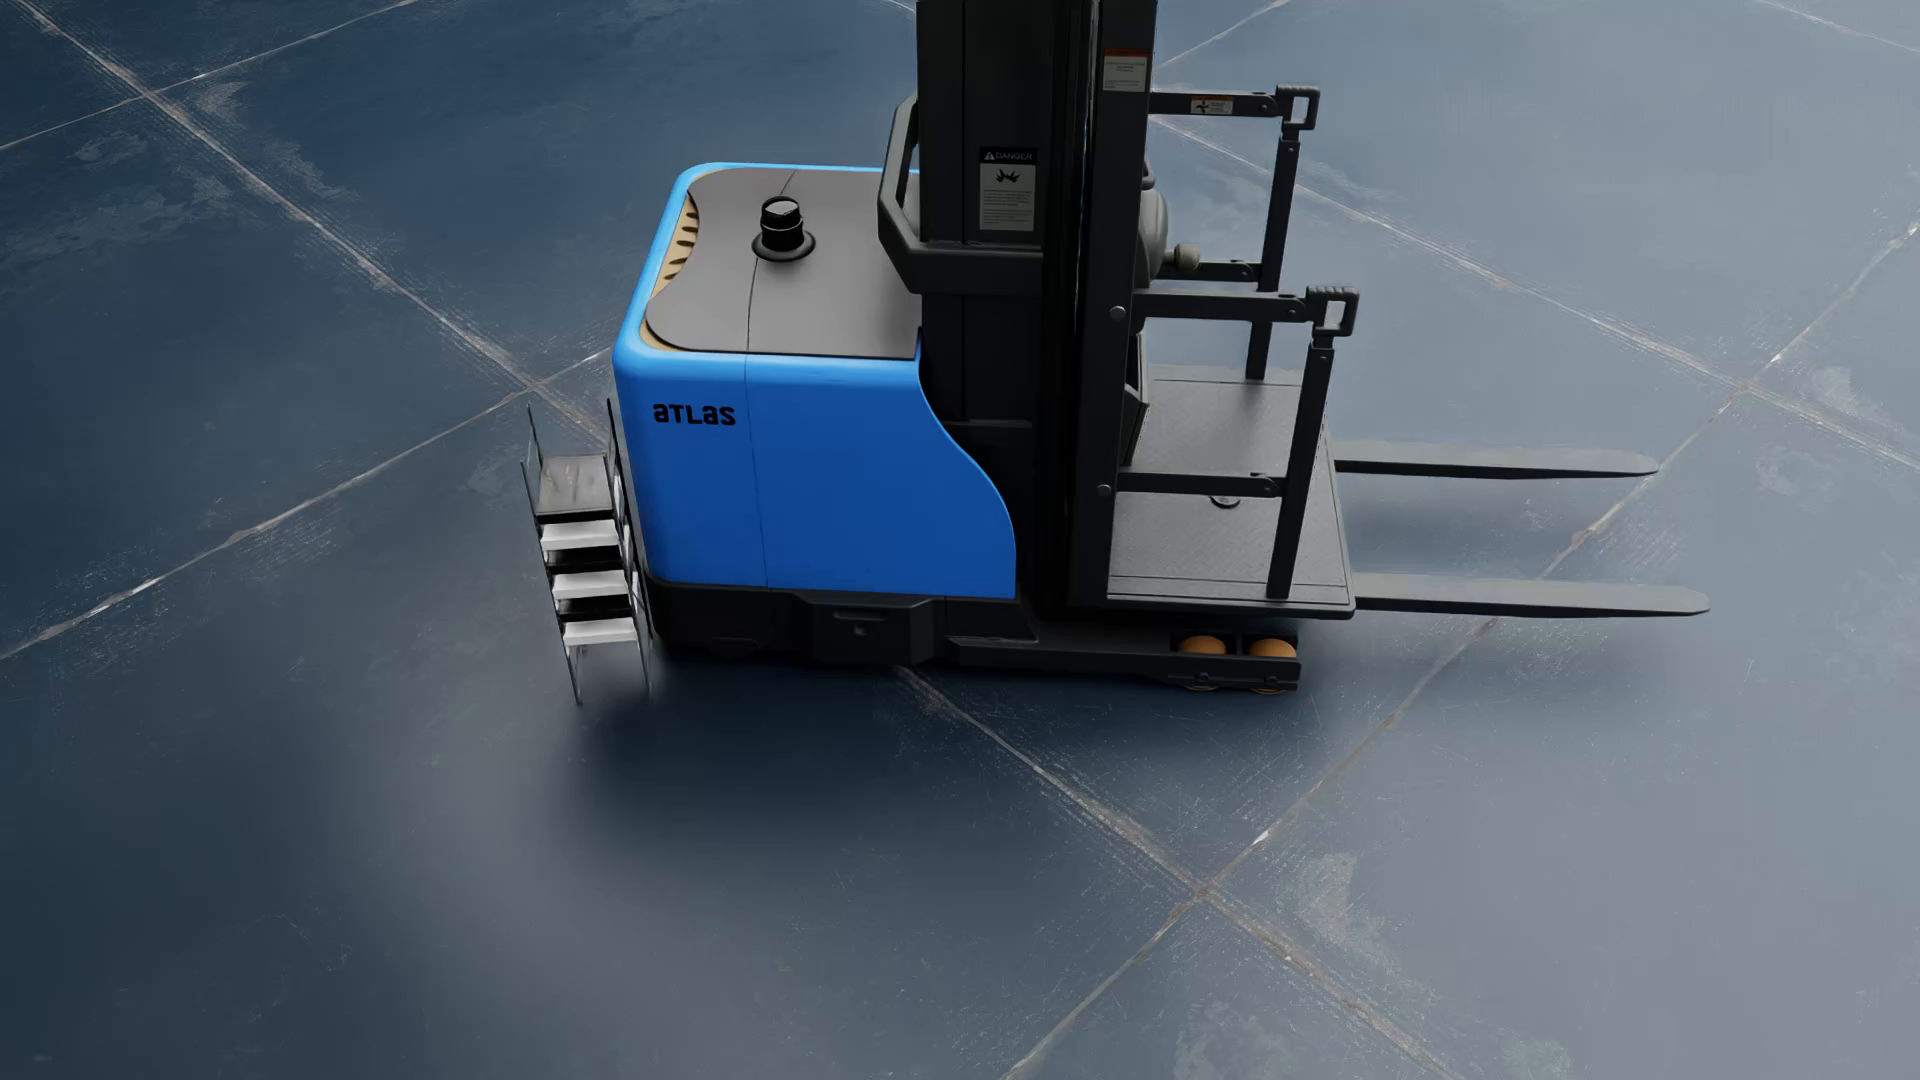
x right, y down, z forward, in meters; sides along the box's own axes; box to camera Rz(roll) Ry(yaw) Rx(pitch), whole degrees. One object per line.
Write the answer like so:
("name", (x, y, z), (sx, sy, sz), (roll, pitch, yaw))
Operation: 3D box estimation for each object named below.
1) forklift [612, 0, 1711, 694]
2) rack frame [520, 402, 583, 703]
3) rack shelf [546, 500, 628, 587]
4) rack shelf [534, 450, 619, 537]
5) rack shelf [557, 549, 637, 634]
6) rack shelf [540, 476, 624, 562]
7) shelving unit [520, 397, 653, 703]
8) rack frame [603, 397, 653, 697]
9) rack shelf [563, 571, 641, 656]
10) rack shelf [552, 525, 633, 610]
("forklift", (0.638, -1.009, 4.183), (3.031, 2.935, 1.130), (3, 43, 3))
("rack frame", (-1.104, 0.055, 4.528), (0.006, 0.900, 0.240), (-4, 43, -5))
("rack shelf", (-1.003, 0.005, 4.498), (0.200, 0.077, 0.258), (-4, 43, -5))
("rack shelf", (-1.003, -0.127, 4.376), (0.200, 0.077, 0.258), (-4, 43, -5))
("rack shelf", (-1.003, 0.137, 4.620), (0.200, 0.077, 0.258), (-4, 43, -5))
("rack shelf", (-1.003, -0.061, 4.437), (0.200, 0.077, 0.258), (-4, 43, -5))
("shelving unit", (-1.003, 0.047, 4.536), (0.210, 0.900, 0.258), (-4, 43, -5))
("rack frame", (-0.902, 0.039, 4.545), (0.006, 0.900, 0.240), (-4, 43, -5))
("rack shelf", (-1.003, 0.203, 4.681), (0.200, 0.077, 0.258), (-4, 43, -5))
("rack shelf", (-1.003, 0.071, 4.559), (0.200, 0.077, 0.258), (-4, 43, -5))
